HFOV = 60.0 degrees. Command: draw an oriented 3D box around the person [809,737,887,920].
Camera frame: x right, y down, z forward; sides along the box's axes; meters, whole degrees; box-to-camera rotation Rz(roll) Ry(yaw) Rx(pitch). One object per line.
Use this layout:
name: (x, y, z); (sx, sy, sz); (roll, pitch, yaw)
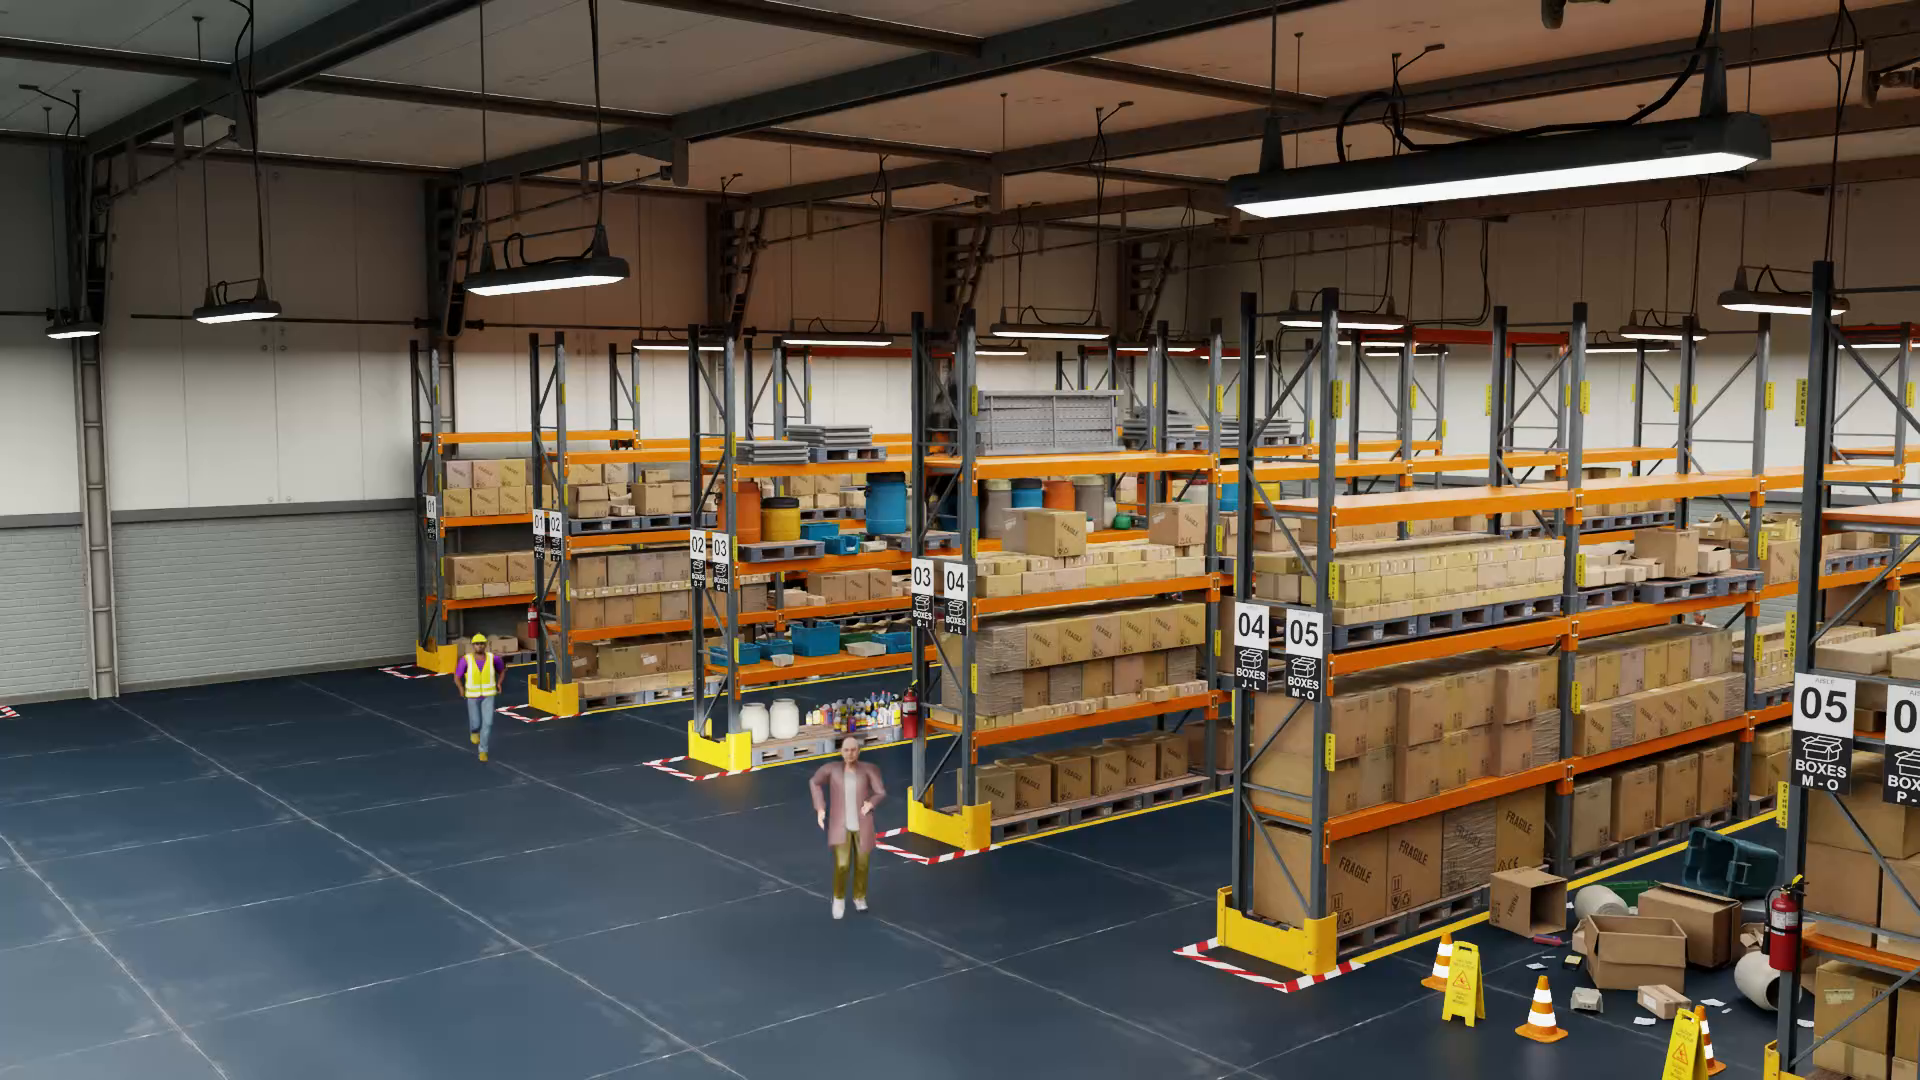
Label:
person: (-1.074, 2.794, 16.165); (0.725, 1.772, 0.809); (-1, 5, -11)

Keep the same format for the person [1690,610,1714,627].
person: (11.841, 1.896, 26.596); (0.650, 1.634, 0.622); (-4, 7, -40)

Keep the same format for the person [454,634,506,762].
person: (-6.668, 2.170, 23.160); (0.699, 1.745, 0.771); (-2, 6, -20)
